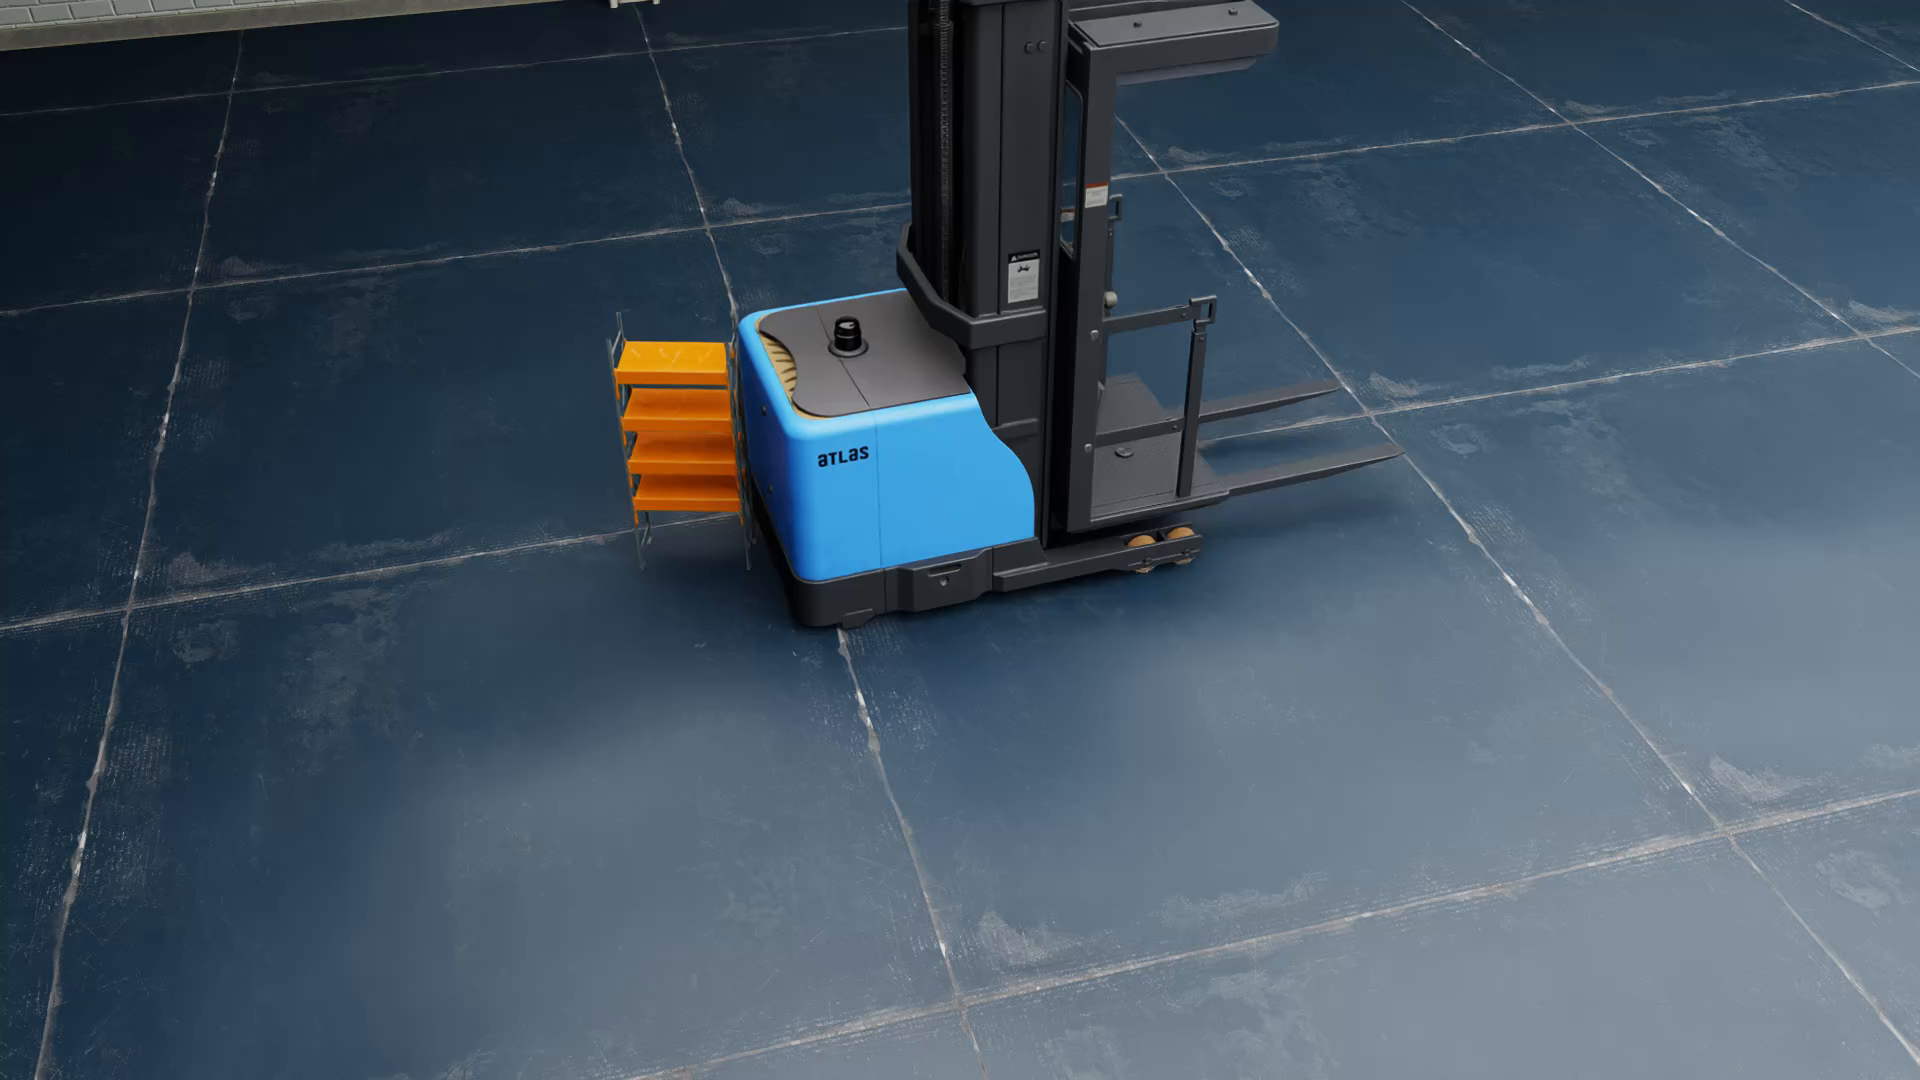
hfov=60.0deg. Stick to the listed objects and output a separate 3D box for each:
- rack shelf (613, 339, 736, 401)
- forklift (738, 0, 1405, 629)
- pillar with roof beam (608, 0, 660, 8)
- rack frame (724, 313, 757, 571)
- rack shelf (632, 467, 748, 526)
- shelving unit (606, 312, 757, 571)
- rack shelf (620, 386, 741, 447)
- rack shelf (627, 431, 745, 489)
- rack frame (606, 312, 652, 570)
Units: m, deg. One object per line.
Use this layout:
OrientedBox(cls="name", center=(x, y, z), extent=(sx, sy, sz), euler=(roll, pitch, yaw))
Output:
OrientedBox(cls="rack shelf", center=(-1.203, -0.724, 7.062), extent=(0.480, 0.148, 0.258), euler=(1, 37, 1))
OrientedBox(cls="forklift", center=(0.588, -1.311, 7.052), extent=(3.031, 2.935, 1.130), euler=(-12, 39, -15))
OrientedBox(cls="pillar with roof beam", center=(-1.527, -5.434, 7.448), extent=(0.400, 9.000, 9.100), euler=(-9, 38, -12))
OrientedBox(cls="rack frame", center=(-0.959, -0.408, 7.296), extent=(0.015, 1.200, 0.240), euler=(1, 37, 1))
OrientedBox(cls="rack shelf", center=(-1.203, -0.200, 7.462), extent=(0.480, 0.148, 0.258), euler=(1, 37, 1))
OrientedBox(cls="shelving unit", center=(-1.203, -0.412, 7.300), extent=(0.503, 1.200, 0.258), euler=(1, 37, 1))
OrientedBox(cls="rack shelf", center=(-1.203, -0.536, 7.205), extent=(0.480, 0.148, 0.258), euler=(1, 37, 1))
OrientedBox(cls="rack shelf", center=(-1.203, -0.358, 7.341), extent=(0.480, 0.148, 0.258), euler=(1, 37, 1))
OrientedBox(cls="rack frame", center=(-1.447, -0.415, 7.305), extent=(0.015, 1.200, 0.240), euler=(1, 37, 1))
